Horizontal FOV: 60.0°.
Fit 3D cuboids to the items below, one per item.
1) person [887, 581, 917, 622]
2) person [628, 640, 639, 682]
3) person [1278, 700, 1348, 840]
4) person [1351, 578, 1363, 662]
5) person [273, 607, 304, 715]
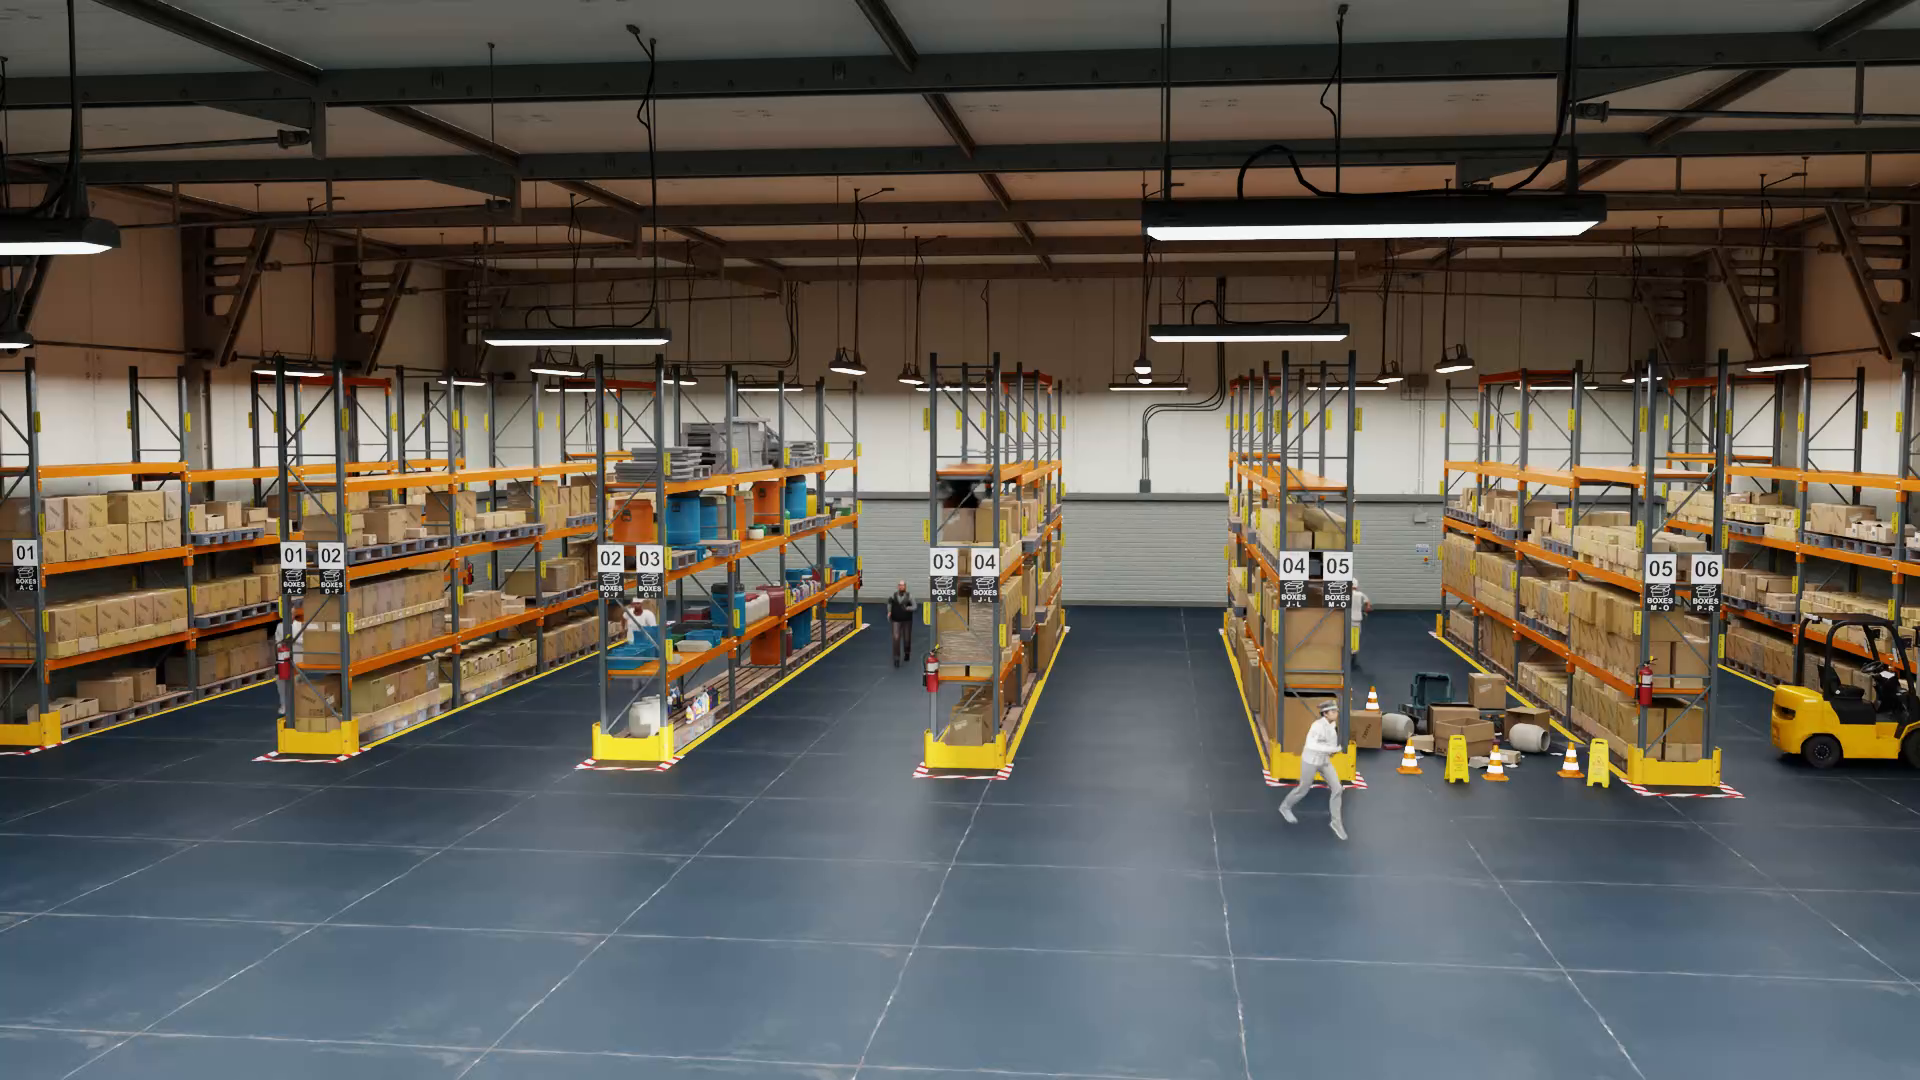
[{"bbox_3d":[-1.199,1.262,34.102,0.650,0.843,0.631,0,4,2],"label":"person"},{"bbox_3d":[-6.017,2.220,31.211,0.365,0.839,0.781,0,4,4],"label":"person"},{"bbox_3d":[4.303,2.748,20.254,0.612,1.695,0.992,-3,5,-39],"label":"person"},{"bbox_3d":[8.089,1.685,34.250,0.417,1.791,0.981,0,4,3],"label":"person"},{"bbox_3d":[-11.586,2.081,28.780,0.682,1.841,0.801,0,4,-1],"label":"person"}]
